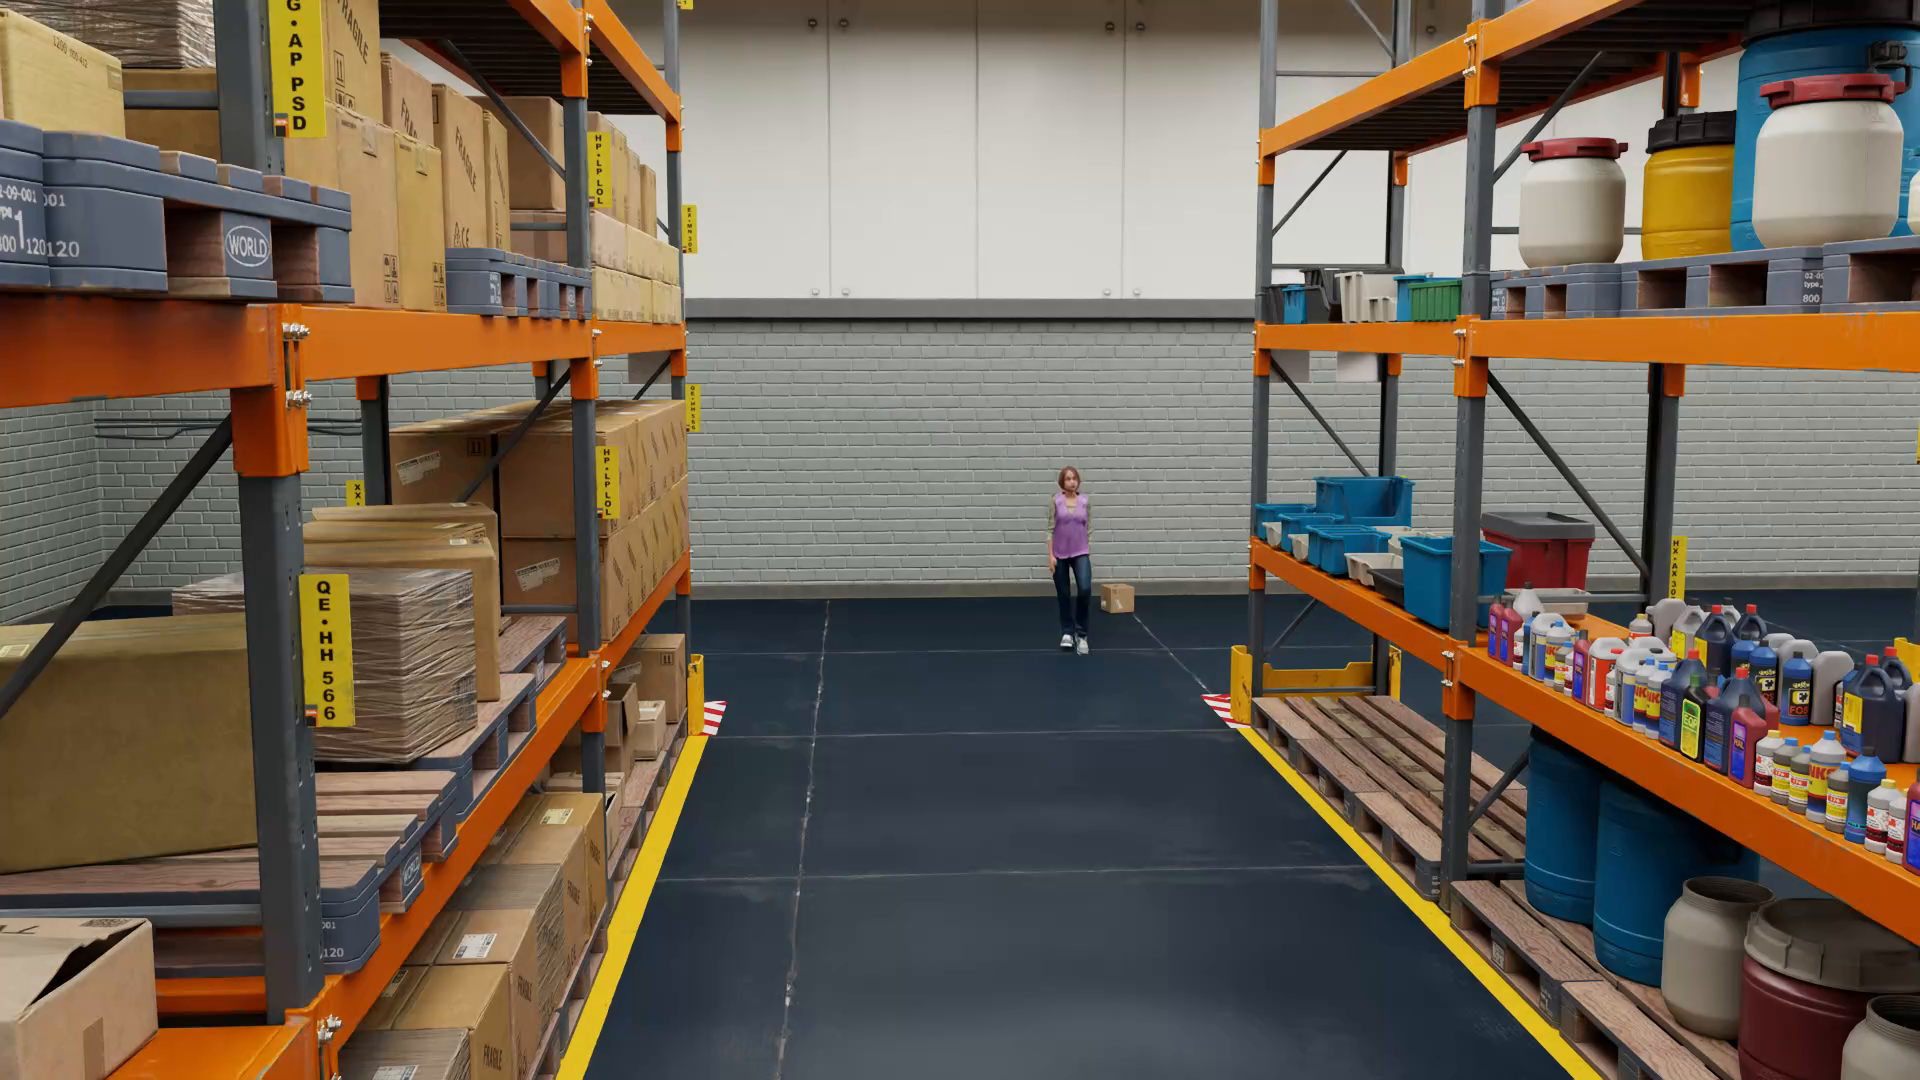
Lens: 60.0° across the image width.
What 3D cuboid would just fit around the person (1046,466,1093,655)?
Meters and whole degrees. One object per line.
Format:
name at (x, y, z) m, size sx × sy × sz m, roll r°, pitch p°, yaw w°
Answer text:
person at (0.947, 0.176, 14.378) m, size 0.405 × 1.635 × 0.482 m, roll 0°, pitch 7°, yaw 1°
